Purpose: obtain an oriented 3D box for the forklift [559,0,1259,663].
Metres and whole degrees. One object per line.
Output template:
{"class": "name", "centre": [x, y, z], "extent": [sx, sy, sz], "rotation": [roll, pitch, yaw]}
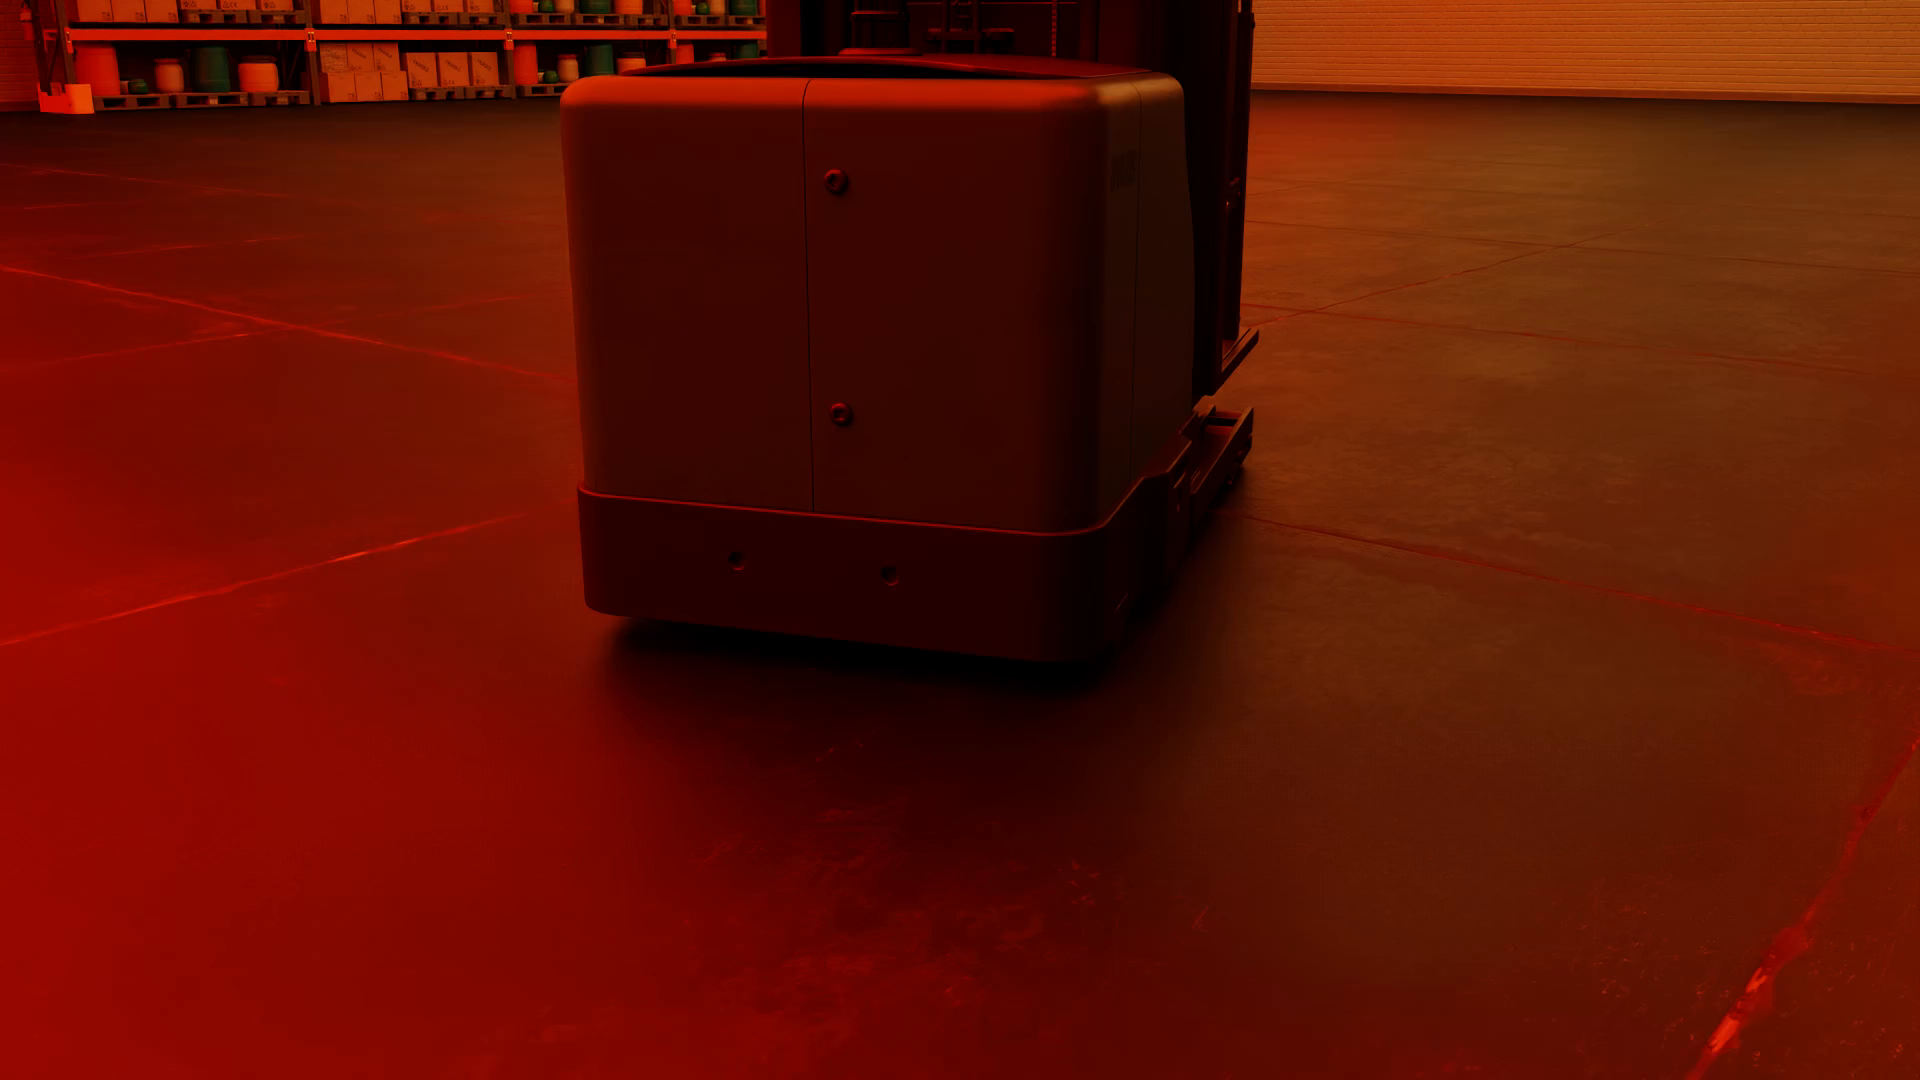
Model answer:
{"class": "forklift", "centre": [0.182, -1.571, 4.072], "extent": [1.130, 2.935, 3.031], "rotation": [5, 18, 17]}
